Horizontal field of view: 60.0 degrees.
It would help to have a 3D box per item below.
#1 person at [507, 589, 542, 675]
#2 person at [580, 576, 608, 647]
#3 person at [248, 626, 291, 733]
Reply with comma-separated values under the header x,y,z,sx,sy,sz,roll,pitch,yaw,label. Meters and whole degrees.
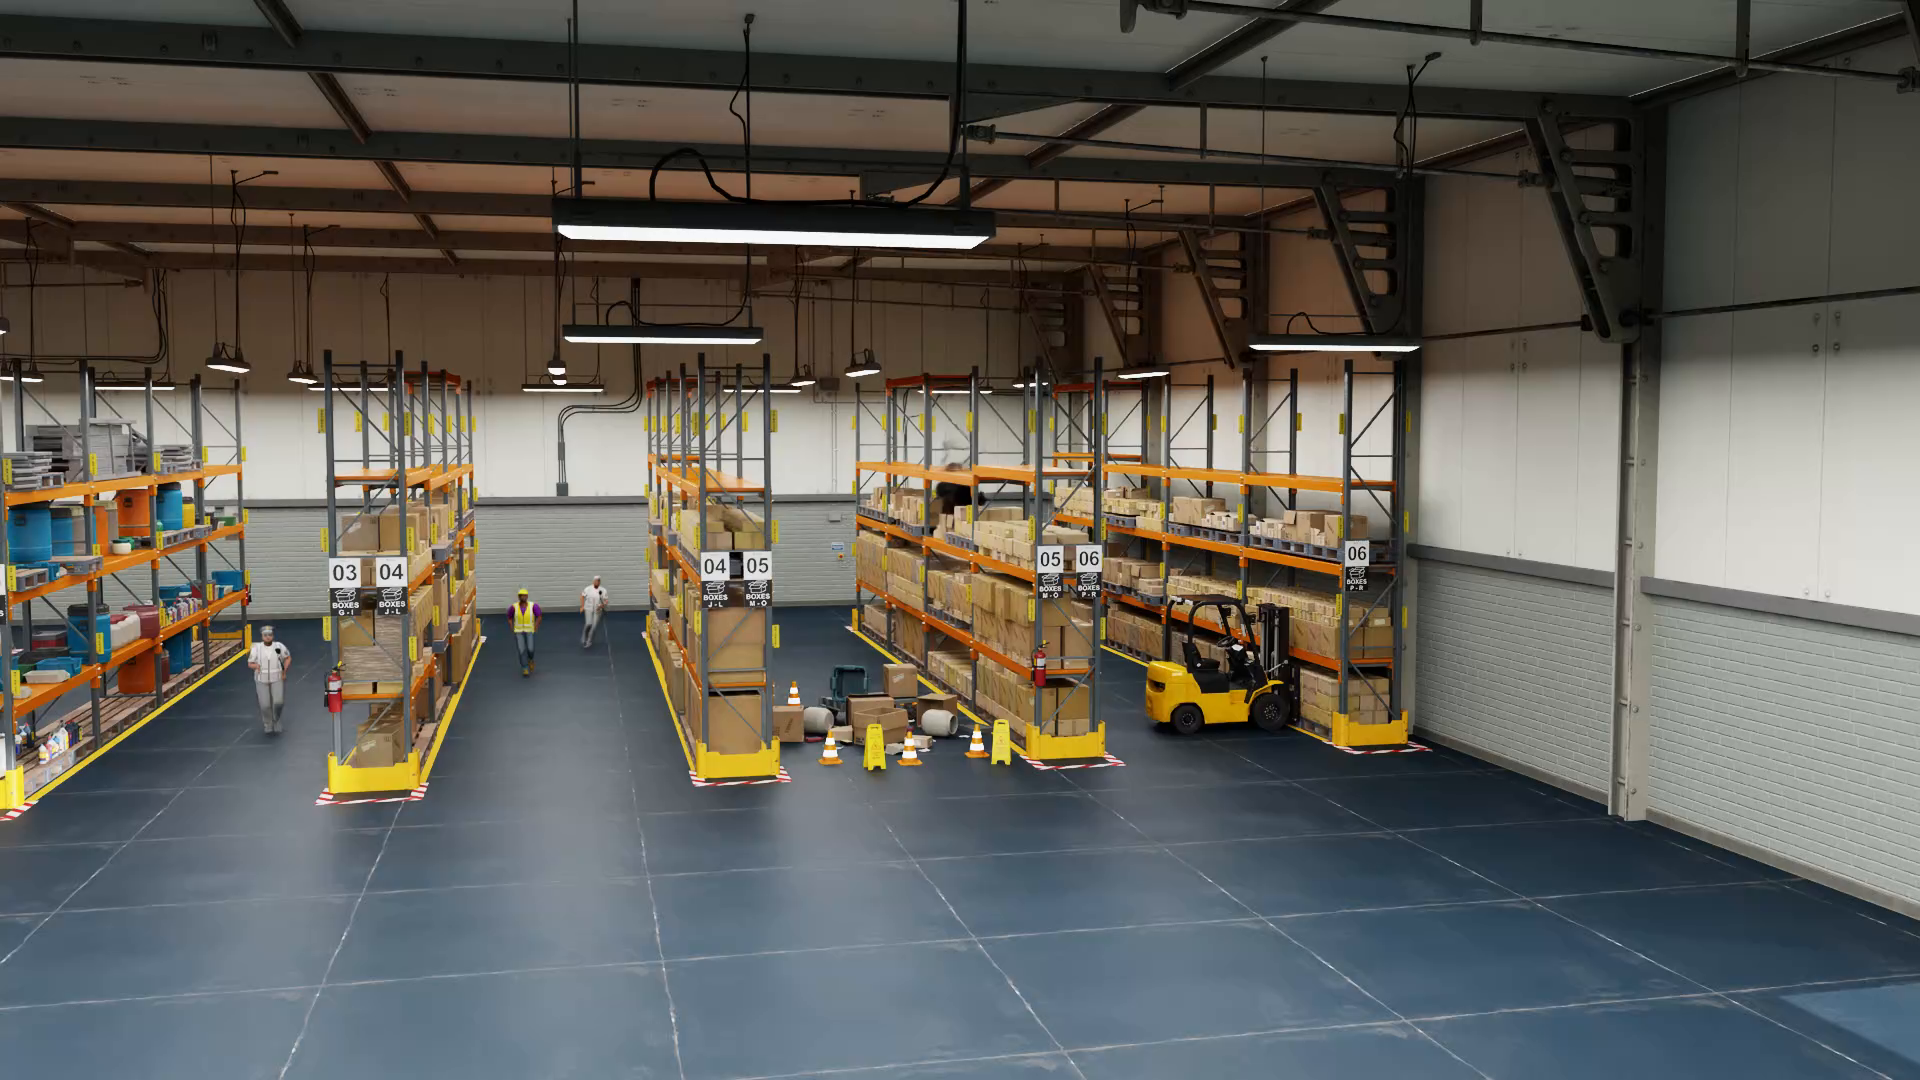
x,y,z,sx,sy,sz,roll,pitch,yaw,label
-8.688,1.832,33.171,0.679,1.721,0.576,-1,4,-11,person
-8.201,1.607,37.301,0.624,1.611,0.514,-1,4,-14,person
-11.129,2.262,26.820,0.640,1.760,0.645,-2,4,-22,person
